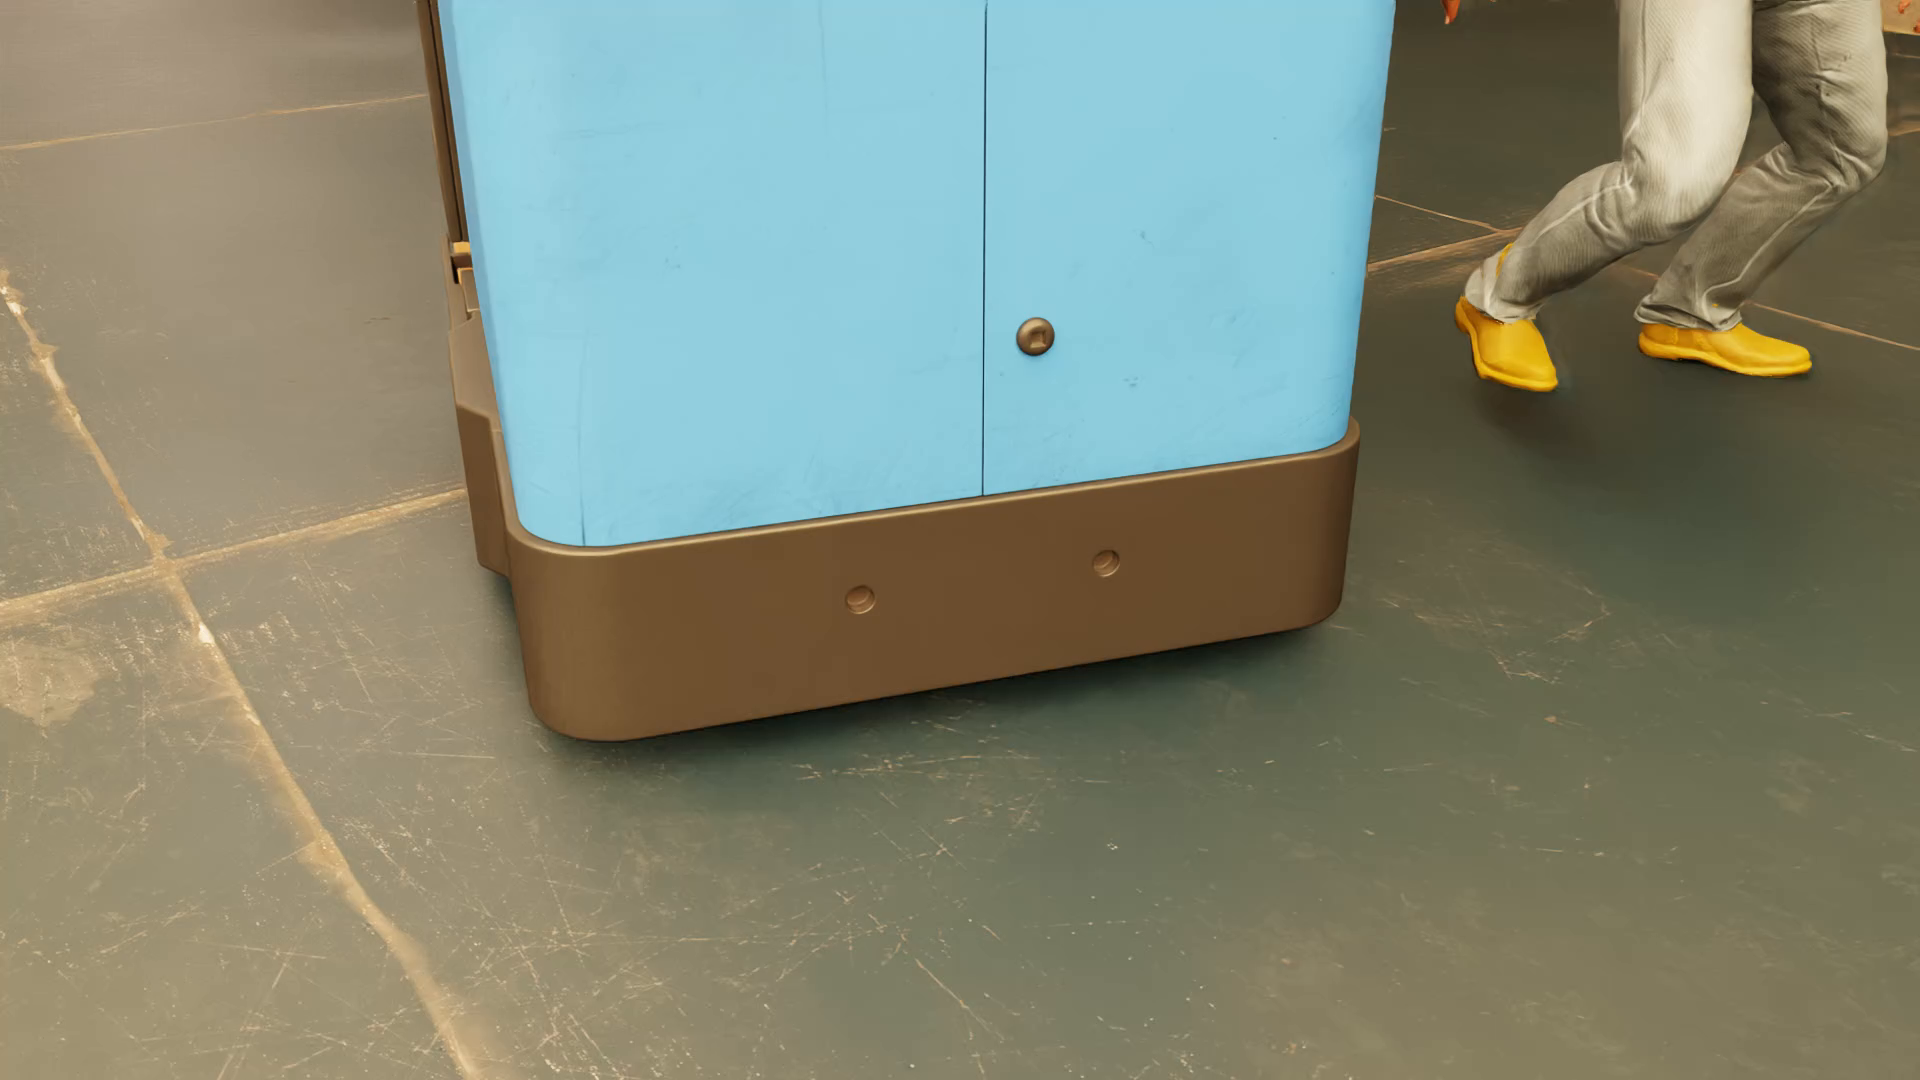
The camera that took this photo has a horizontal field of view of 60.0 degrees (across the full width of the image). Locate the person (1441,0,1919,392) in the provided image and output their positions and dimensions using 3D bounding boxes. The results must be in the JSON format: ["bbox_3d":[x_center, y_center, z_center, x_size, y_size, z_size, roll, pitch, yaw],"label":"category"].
[{"bbox_3d":[1.221,-0.986,2.618,0.954,1.668,0.488,-11,29,-22],"label":"person"}]

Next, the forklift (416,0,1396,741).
[{"bbox_3d":[-0.427,-1.723,2.666,1.130,2.935,3.031,-8,28,-16],"label":"forklift"}]
